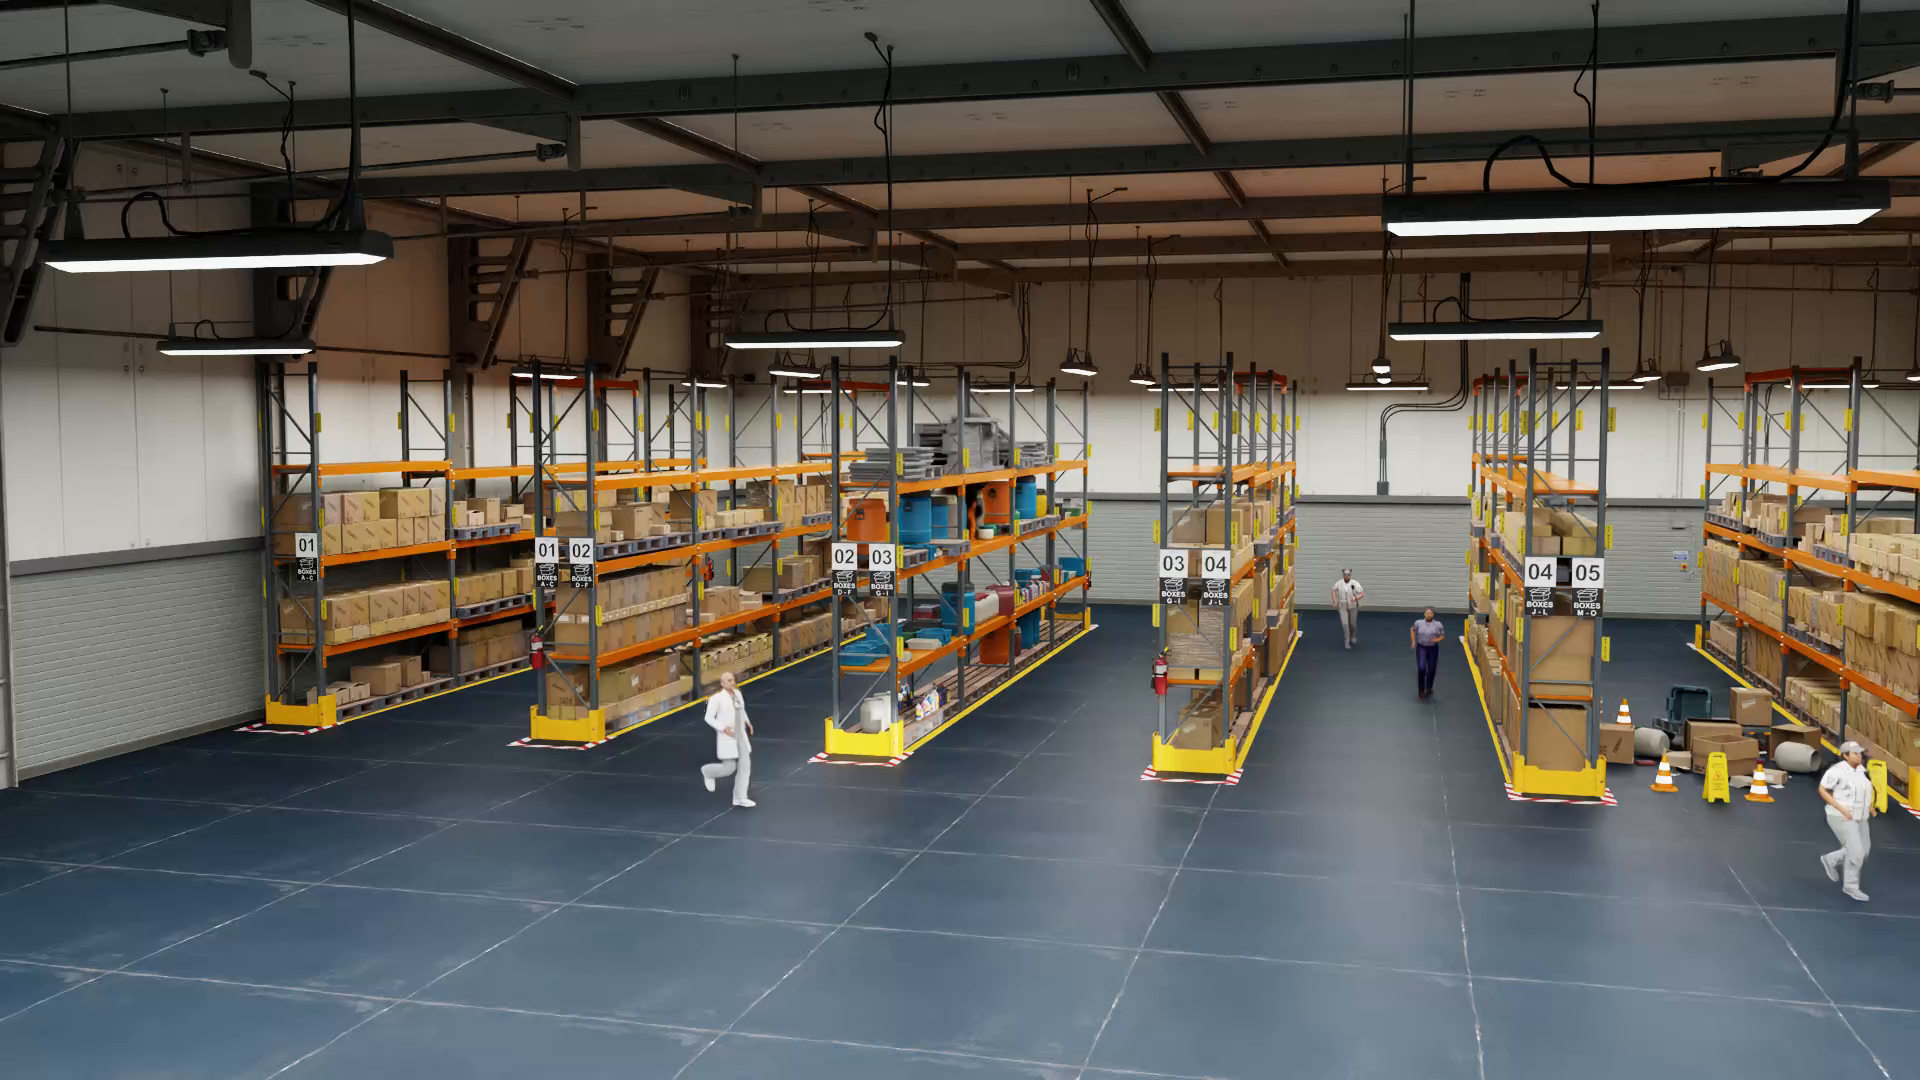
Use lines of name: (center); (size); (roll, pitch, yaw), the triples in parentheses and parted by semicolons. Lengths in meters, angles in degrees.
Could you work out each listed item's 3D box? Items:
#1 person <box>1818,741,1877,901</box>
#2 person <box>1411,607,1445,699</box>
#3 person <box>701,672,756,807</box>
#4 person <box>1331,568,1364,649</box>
person: (9.397, 2.947, 17.679); (0.615, 1.651, 0.657); (-2, 4, -25)
person: (8.518, 2.061, 30.289); (0.570, 1.688, 0.783); (1, 4, 10)
person: (-3.010, 2.610, 21.841); (0.920, 1.733, 0.725); (4, 5, 41)
person: (8.666, 1.515, 37.212); (0.707, 1.801, 0.879); (1, 4, 14)
